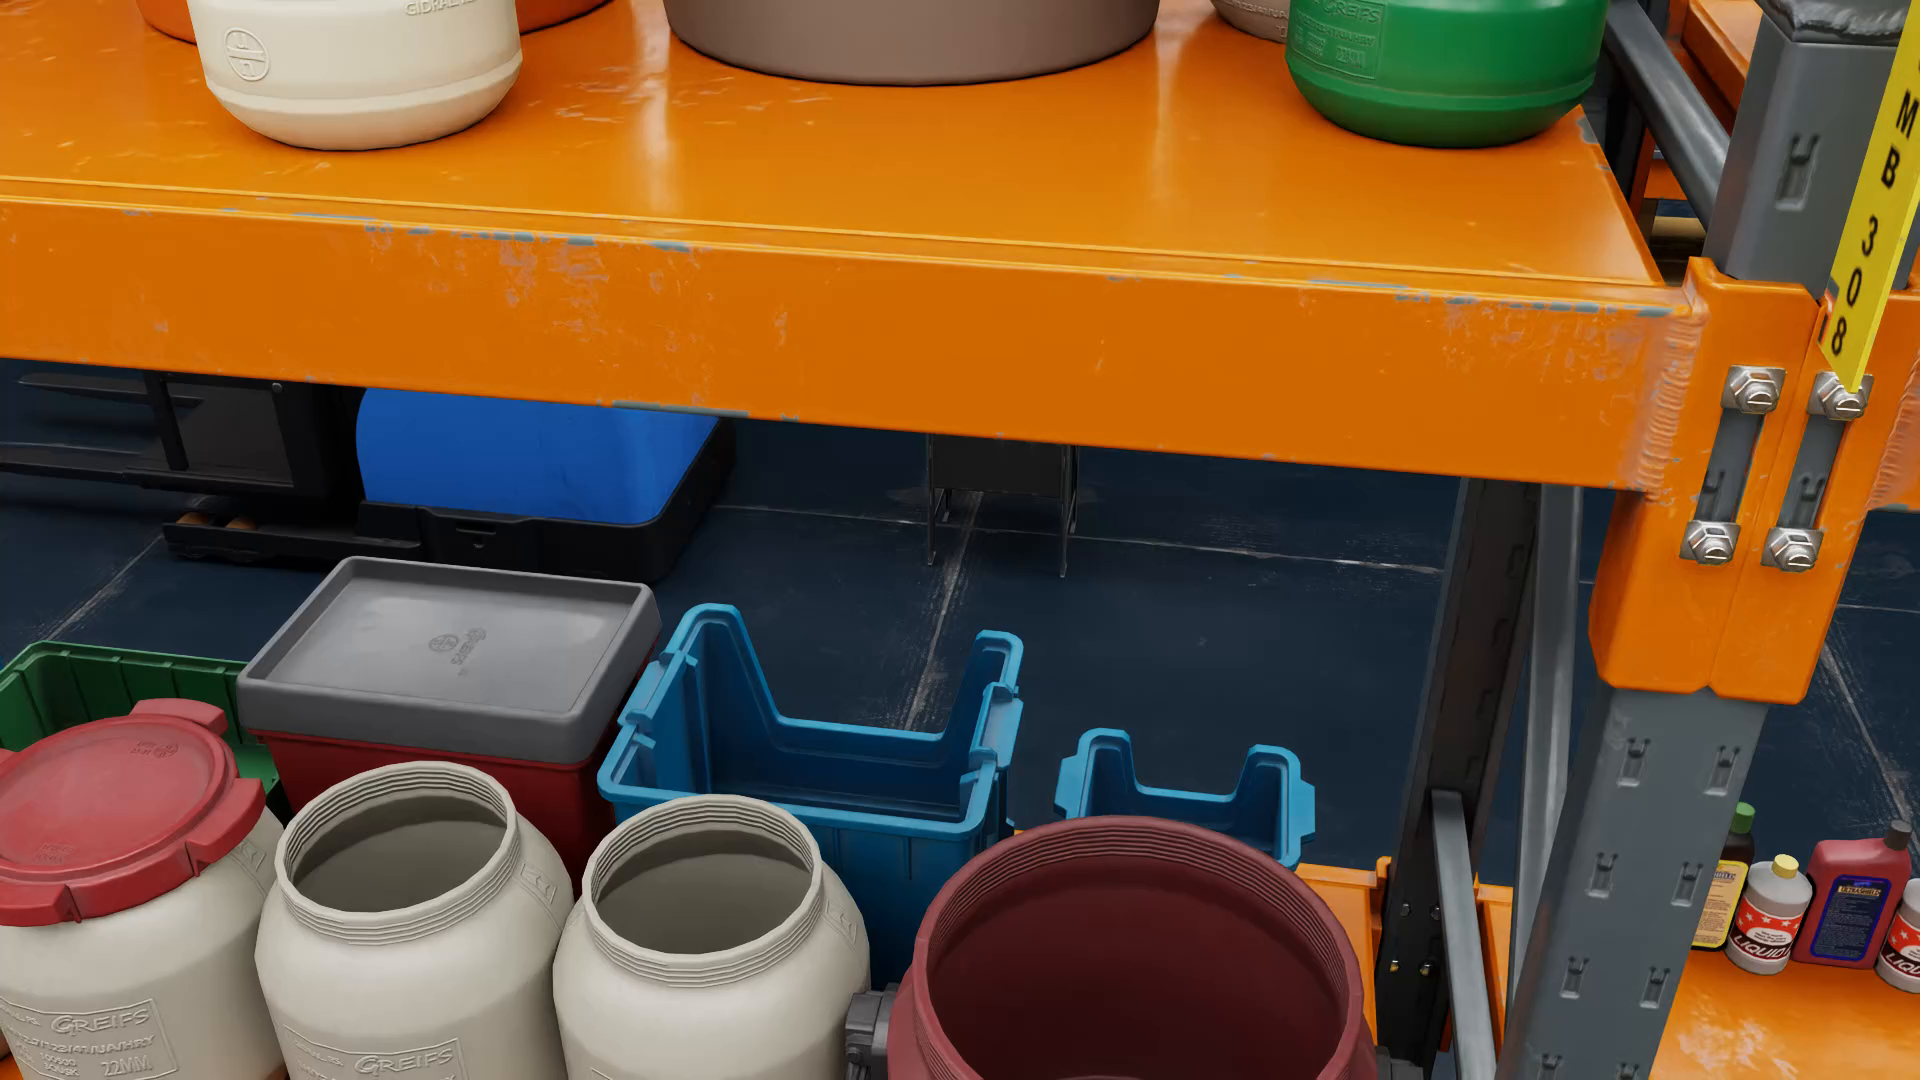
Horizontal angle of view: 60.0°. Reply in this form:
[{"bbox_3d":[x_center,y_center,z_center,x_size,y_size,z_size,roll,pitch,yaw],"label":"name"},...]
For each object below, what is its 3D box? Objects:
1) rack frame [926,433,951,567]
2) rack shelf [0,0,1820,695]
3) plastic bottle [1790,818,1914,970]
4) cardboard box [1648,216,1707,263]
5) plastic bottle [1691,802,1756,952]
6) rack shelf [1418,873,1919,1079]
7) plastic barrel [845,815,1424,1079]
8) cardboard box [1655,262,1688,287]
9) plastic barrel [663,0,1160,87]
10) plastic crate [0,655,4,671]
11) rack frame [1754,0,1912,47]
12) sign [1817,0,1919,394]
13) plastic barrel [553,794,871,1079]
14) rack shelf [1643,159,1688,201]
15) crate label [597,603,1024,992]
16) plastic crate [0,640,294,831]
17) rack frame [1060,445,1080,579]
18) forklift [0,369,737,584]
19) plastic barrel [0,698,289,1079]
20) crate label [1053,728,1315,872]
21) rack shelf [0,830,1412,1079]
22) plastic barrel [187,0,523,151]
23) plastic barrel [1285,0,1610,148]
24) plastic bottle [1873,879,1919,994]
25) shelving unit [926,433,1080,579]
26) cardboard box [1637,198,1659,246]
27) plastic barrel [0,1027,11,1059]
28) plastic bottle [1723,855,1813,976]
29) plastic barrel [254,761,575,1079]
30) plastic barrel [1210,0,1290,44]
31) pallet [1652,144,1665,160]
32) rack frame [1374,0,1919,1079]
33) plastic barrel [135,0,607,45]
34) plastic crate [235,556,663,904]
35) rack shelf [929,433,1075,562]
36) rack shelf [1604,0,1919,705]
[{"bbox_3d":[-0.077,-0.897,5.704,0.015,2.100,0.400,5,32,8],"label":"rack frame"},{"bbox_3d":[-1.254,-0.471,2.026,4.000,0.370,1.077,5,32,8],"label":"rack shelf"},{"bbox_3d":[1.416,0.557,2.643,0.133,0.283,0.061,5,32,8],"label":"plastic bottle"},{"bbox_3d":[3.026,-1.036,7.019,0.500,0.500,0.500,4,32,6],"label":"cardboard box"},{"bbox_3d":[1.188,0.536,2.676,0.133,0.283,0.061,5,32,8],"label":"plastic bottle"},{"bbox_3d":[2.689,1.157,2.252,4.000,0.370,1.077,5,32,8],"label":"rack shelf"},{"bbox_3d":[0.209,0.733,2.123,0.708,0.536,0.600,5,32,8],"label":"plastic barrel"},{"bbox_3d":[2.966,-0.762,6.581,0.500,0.500,0.500,5,32,8],"label":"cardboard box"},{"bbox_3d":[-0.055,-0.997,1.716,0.600,0.901,0.600,0,32,0],"label":"plastic barrel"},{"bbox_3d":[-2.085,0.260,3.023,0.575,0.384,0.392,5,32,8],"label":"plastic crate"},{"bbox_3d":[0.718,-1.869,0.754,0.127,3.000,1.000,5,32,8],"label":"rack frame"},{"bbox_3d":[0.632,-0.265,1.117,0.005,0.325,0.100,5,32,8],"label":"sign"},{"bbox_3d":[-0.332,0.647,2.285,0.421,0.512,0.421,0,32,0],"label":"plastic barrel"},{"bbox_3d":[3.526,-1.433,6.390,4.000,0.370,1.077,5,32,8],"label":"rack shelf"},{"bbox_3d":[-0.216,0.429,2.704,0.616,0.435,0.502,5,32,8],"label":"crate label"},{"bbox_3d":[-1.461,0.415,2.960,0.662,0.188,0.450,5,32,8],"label":"plastic crate"},{"bbox_3d":[0.404,-0.853,5.634,0.015,2.100,0.400,5,32,8],"label":"rack frame"},{"bbox_3d":[-2.458,-1.426,5.766,3.031,2.935,1.130,5,32,8],"label":"forklift"},{"bbox_3d":[-1.169,0.564,2.394,0.433,0.535,0.433,0,32,0],"label":"plastic barrel"},{"bbox_3d":[0.366,0.511,2.764,0.416,0.233,0.303,5,32,8],"label":"crate label"},{"bbox_3d":[-1.254,0.800,2.822,4.000,0.370,1.077,5,32,8],"label":"rack shelf"},{"bbox_3d":[-0.575,-0.530,1.573,0.301,0.262,0.301,0,32,0],"label":"plastic barrel"},{"bbox_3d":[0.466,-0.527,1.584,0.294,0.245,0.294,0,32,0],"label":"plastic barrel"},{"bbox_3d":[1.526,0.612,2.633,0.097,0.201,0.097,0,32,0],"label":"plastic bottle"},{"bbox_3d":[0.163,-0.875,5.669,0.503,2.100,0.431,5,32,8],"label":"shelving unit"},{"bbox_3d":[2.572,-1.398,6.890,0.500,0.250,0.500,6,33,10],"label":"cardboard box"},{"bbox_3d":[-1.596,0.525,2.456,0.433,0.535,0.433,0,32,0],"label":"plastic barrel"},{"bbox_3d":[1.299,0.591,2.666,0.097,0.201,0.097,0,32,0],"label":"plastic bottle"},{"bbox_3d":[-0.747,0.609,2.345,0.421,0.512,0.421,0,32,0],"label":"plastic barrel"},{"bbox_3d":[0.463,-0.833,1.821,0.421,0.512,0.421,0,32,0],"label":"plastic barrel"},{"bbox_3d":[2.235,-1.811,6.497,1.003,0.211,1.213,5,32,8],"label":"pallet"},{"bbox_3d":[0.718,0.674,2.346,0.127,3.000,1.000,5,32,8],"label":"rack frame"},{"bbox_3d":[-0.700,-1.025,1.828,0.708,0.830,0.600,5,32,8],"label":"plastic barrel"},{"bbox_3d":[-0.824,0.343,2.815,0.583,0.464,0.402,5,32,8],"label":"plastic crate"},{"bbox_3d":[0.163,-0.270,6.048,0.480,0.518,0.431,5,32,8],"label":"rack shelf"},{"bbox_3d":[2.689,-0.114,1.456,4.000,0.370,1.077,5,32,8],"label":"rack shelf"}]
